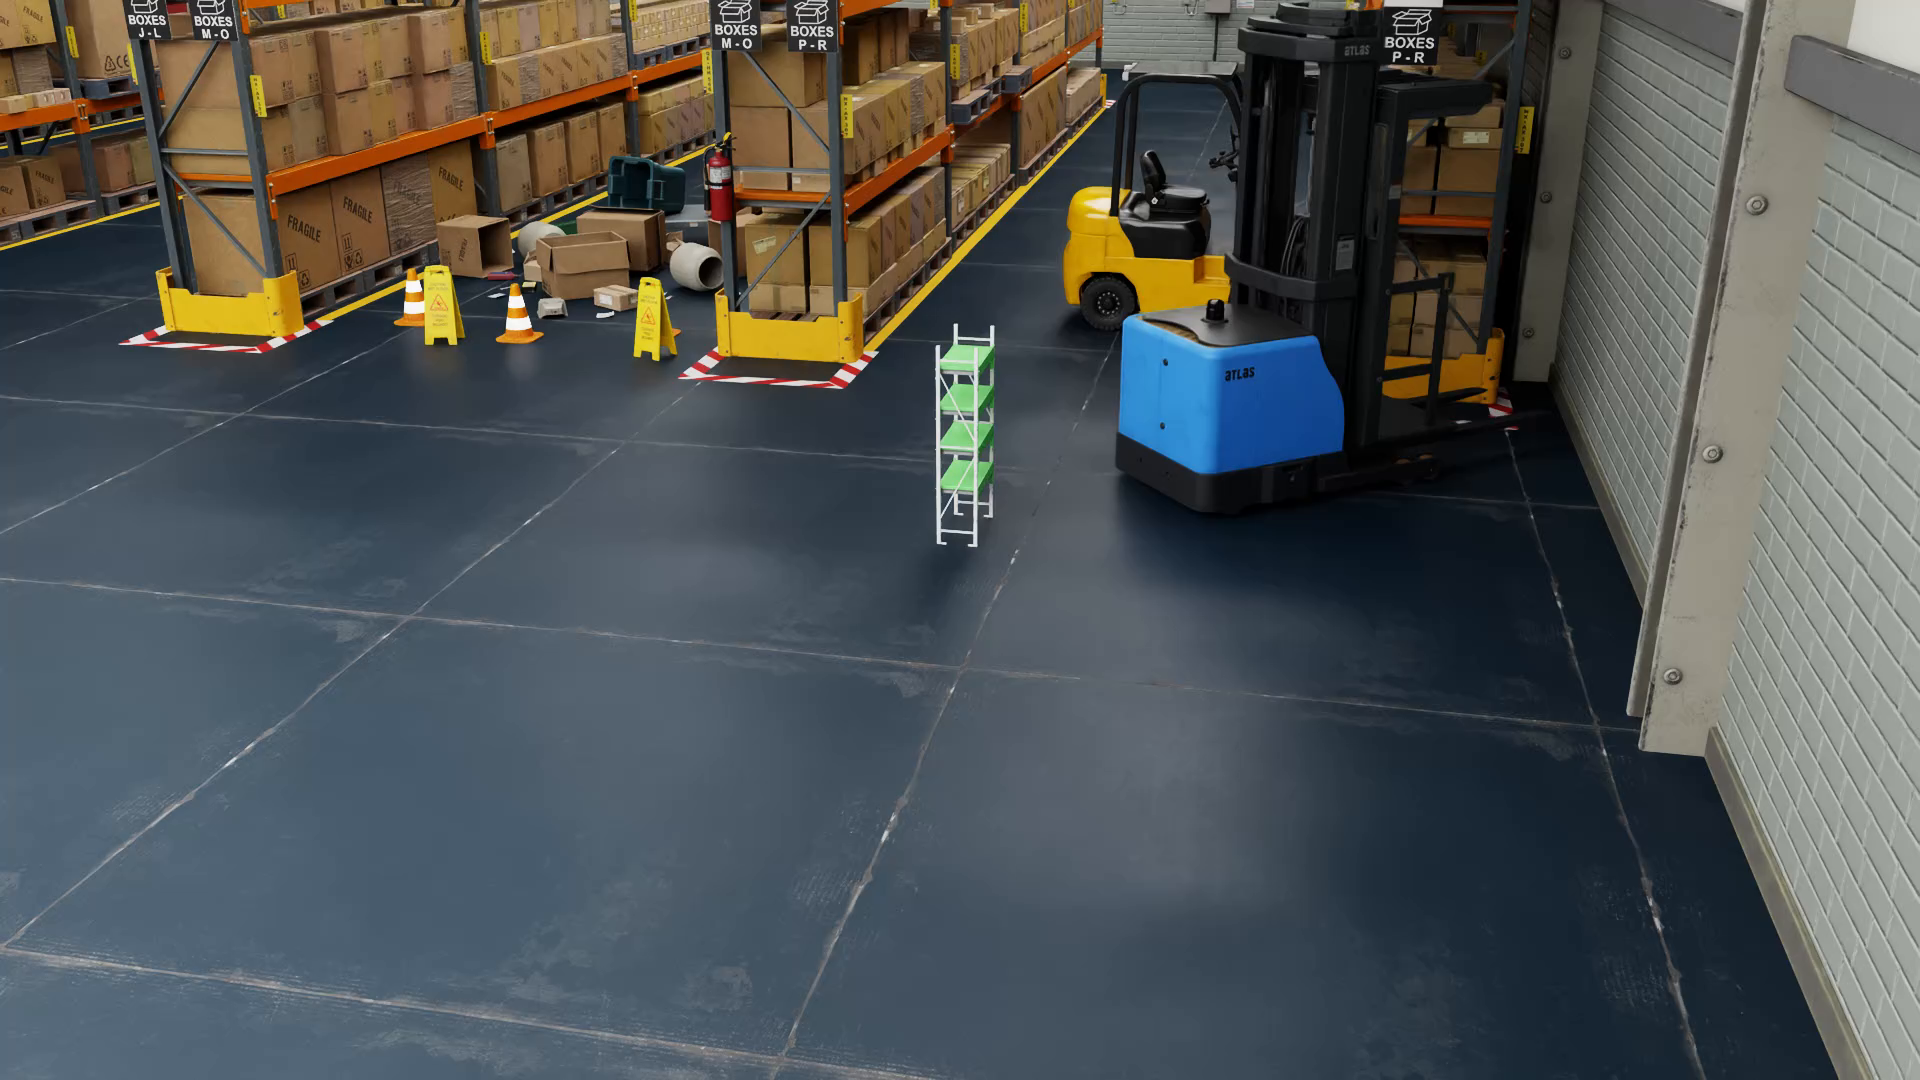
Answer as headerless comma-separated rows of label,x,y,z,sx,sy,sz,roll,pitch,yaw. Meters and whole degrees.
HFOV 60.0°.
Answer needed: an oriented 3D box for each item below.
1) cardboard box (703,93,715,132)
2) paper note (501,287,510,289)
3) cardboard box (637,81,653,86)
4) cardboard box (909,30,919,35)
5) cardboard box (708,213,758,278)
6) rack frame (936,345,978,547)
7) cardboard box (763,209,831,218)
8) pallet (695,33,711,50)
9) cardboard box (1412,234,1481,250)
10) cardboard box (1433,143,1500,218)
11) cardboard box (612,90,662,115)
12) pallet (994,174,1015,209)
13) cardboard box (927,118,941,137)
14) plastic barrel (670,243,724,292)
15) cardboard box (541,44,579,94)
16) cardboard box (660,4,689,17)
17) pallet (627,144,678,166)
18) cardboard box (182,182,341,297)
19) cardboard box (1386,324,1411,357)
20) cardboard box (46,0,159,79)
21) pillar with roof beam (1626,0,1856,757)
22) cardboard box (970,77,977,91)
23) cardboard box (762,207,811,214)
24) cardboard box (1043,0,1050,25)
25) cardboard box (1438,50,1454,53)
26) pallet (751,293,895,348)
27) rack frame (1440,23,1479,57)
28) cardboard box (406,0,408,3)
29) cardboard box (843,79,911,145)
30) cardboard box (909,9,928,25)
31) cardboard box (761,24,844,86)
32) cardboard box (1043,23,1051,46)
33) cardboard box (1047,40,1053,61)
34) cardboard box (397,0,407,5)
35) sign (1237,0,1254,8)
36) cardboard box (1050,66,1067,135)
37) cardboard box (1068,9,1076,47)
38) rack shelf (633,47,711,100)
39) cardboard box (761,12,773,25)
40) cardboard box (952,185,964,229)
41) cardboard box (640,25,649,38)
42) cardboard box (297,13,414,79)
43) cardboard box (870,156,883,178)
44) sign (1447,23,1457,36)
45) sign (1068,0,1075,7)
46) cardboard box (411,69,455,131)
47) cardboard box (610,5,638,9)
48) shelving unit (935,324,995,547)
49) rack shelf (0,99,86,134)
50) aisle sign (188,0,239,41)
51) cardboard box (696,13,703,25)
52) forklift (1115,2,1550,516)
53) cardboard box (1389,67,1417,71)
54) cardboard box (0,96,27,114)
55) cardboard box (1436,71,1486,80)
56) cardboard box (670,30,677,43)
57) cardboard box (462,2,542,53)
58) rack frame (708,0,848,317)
cardboard box,-3.829,-6.176,23.957,0.500,0.500,0.500,4,22,10
paper note,-4.307,-2.392,15.780,0.032,0.001,0.123,18,28,38
cardboard box,-4.542,-6.179,22.960,0.500,0.250,0.500,5,22,12
cardboard box,-0.716,-4.917,16.954,0.500,0.500,0.500,4,22,10
cardboard box,-2.136,-2.905,16.395,0.500,0.500,0.500,-16,27,-35
rack frame,-0.016,-0.528,9.558,0.240,1.200,0.015,4,22,11
cardboard box,-1.391,-2.660,14.558,0.500,0.500,0.500,5,23,13
pallet,-4.118,-7.261,24.123,1.003,0.211,1.213,4,22,11
cardboard box,3.840,-2.239,13.179,0.500,0.250,0.500,4,22,11
cardboard box,3.831,-2.718,12.454,0.500,0.500,0.500,5,23,13
cardboard box,-4.258,-5.772,21.950,0.500,0.250,0.500,3,22,8
pallet,0.070,-4.236,20.088,1.003,0.211,1.213,4,22,11
cardboard box,-0.397,-4.003,16.113,0.380,0.149,0.250,5,22,12
plastic barrel,-2.463,-2.565,15.655,0.421,0.421,0.512,-16,27,-35
cardboard box,-4.771,-5.463,19.270,0.500,0.500,0.500,5,22,12
cardboard box,-3.977,-7.334,23.026,0.380,0.149,0.250,3,22,9
pallet,-4.475,-5.147,22.352,1.003,0.211,1.213,4,22,11
cardboard box,-6.195,-2.692,14.804,0.875,0.875,0.875,5,22,11
cardboard box,3.245,-1.627,12.997,0.500,0.250,0.500,5,22,11
cardboard box,-9.988,-5.860,19.024,1.000,1.000,1.000,5,22,11
pillar with roof beam,-0.956,-3.614,6.783,9.100,9.000,0.400,4,22,11
cardboard box,-0.028,-4.899,17.777,0.380,0.149,0.250,5,22,12
cardboard box,-1.485,-2.909,14.308,0.380,0.149,0.250,5,22,12
cardboard box,0.889,-7.041,21.849,0.500,0.500,0.500,5,22,12
cardboard box,4.913,-4.988,17.222,0.380,0.149,0.250,5,22,11
pallet,-1.186,-1.918,14.333,1.003,0.211,1.213,4,22,11
rack frame,4.274,-3.975,15.708,1.000,3.000,0.127,4,22,11
cardboard box,-8.823,-8.638,26.085,0.500,0.500,0.500,5,22,12
cardboard box,-0.733,-3.788,14.712,0.500,0.500,0.500,4,22,10
cardboard box,-0.552,-5.573,17.714,0.380,0.149,0.250,4,22,9
cardboard box,-1.397,-4.119,14.197,0.700,0.500,0.500,4,22,10
cardboard box,0.912,-6.698,22.002,0.500,0.250,0.500,5,22,12
cardboard box,0.975,-6.656,22.565,0.500,0.250,0.500,4,22,9
cardboard box,-8.777,-8.311,24.997,0.797,0.503,0.637,4,22,10
sign,5.543,-10.585,32.248,0.329,0.494,0.001,4,22,11
cardboard box,0.999,-6.254,23.649,0.875,0.875,0.875,5,23,13
cardboard box,1.399,-7.476,24.266,0.500,0.500,0.500,5,23,13
rack shelf,-4.228,-6.553,23.072,1.077,0.370,4.000,4,22,11
cardboard box,-3.240,-8.327,25.983,0.500,0.500,0.500,4,22,10
cardboard box,-0.481,-3.520,17.533,0.950,0.372,0.625,5,22,12
cardboard box,-4.288,-6.632,21.682,0.380,0.149,0.250,6,23,13
cardboard box,-5.804,-4.733,15.945,0.875,0.550,0.550,4,22,11
cardboard box,-0.862,-3.154,14.007,0.380,0.149,0.250,5,22,12
sign,5.635,-5.934,19.022,0.100,0.325,0.005,4,22,11
sign,1.580,-7.740,23.613,0.100,0.325,0.005,4,22,11
cardboard box,-5.606,-4.423,16.620,0.875,0.550,0.550,4,22,11
cardboard box,-4.665,-7.291,22.921,0.380,0.149,0.250,5,23,13
shelving unit,0.034,-0.617,9.780,0.258,1.200,0.503,4,22,11
rack shelf,-10.695,-4.042,16.838,1.077,0.370,4.000,4,22,11
aisle sign,-5.989,-4.386,13.250,0.394,0.787,0.004,4,22,11
cardboard box,-3.865,-7.386,23.555,0.380,0.149,0.250,4,22,9
forklift,2.562,-1.878,10.593,3.031,2.935,1.130,-11,24,-25
cardboard box,3.731,-3.986,14.336,0.380,0.149,0.250,4,22,10
cardboard box,-10.155,-4.612,17.627,0.380,0.149,0.250,4,22,11
cardboard box,4.212,-3.854,14.008,0.380,0.149,0.250,4,22,10
cardboard box,-4.078,-6.867,22.662,0.380,0.149,0.250,5,22,12
cardboard box,-5.150,-5.757,18.662,0.700,0.500,0.500,5,22,11
rack frame,-1.402,-2.889,13.012,1.000,3.000,0.127,4,22,11
